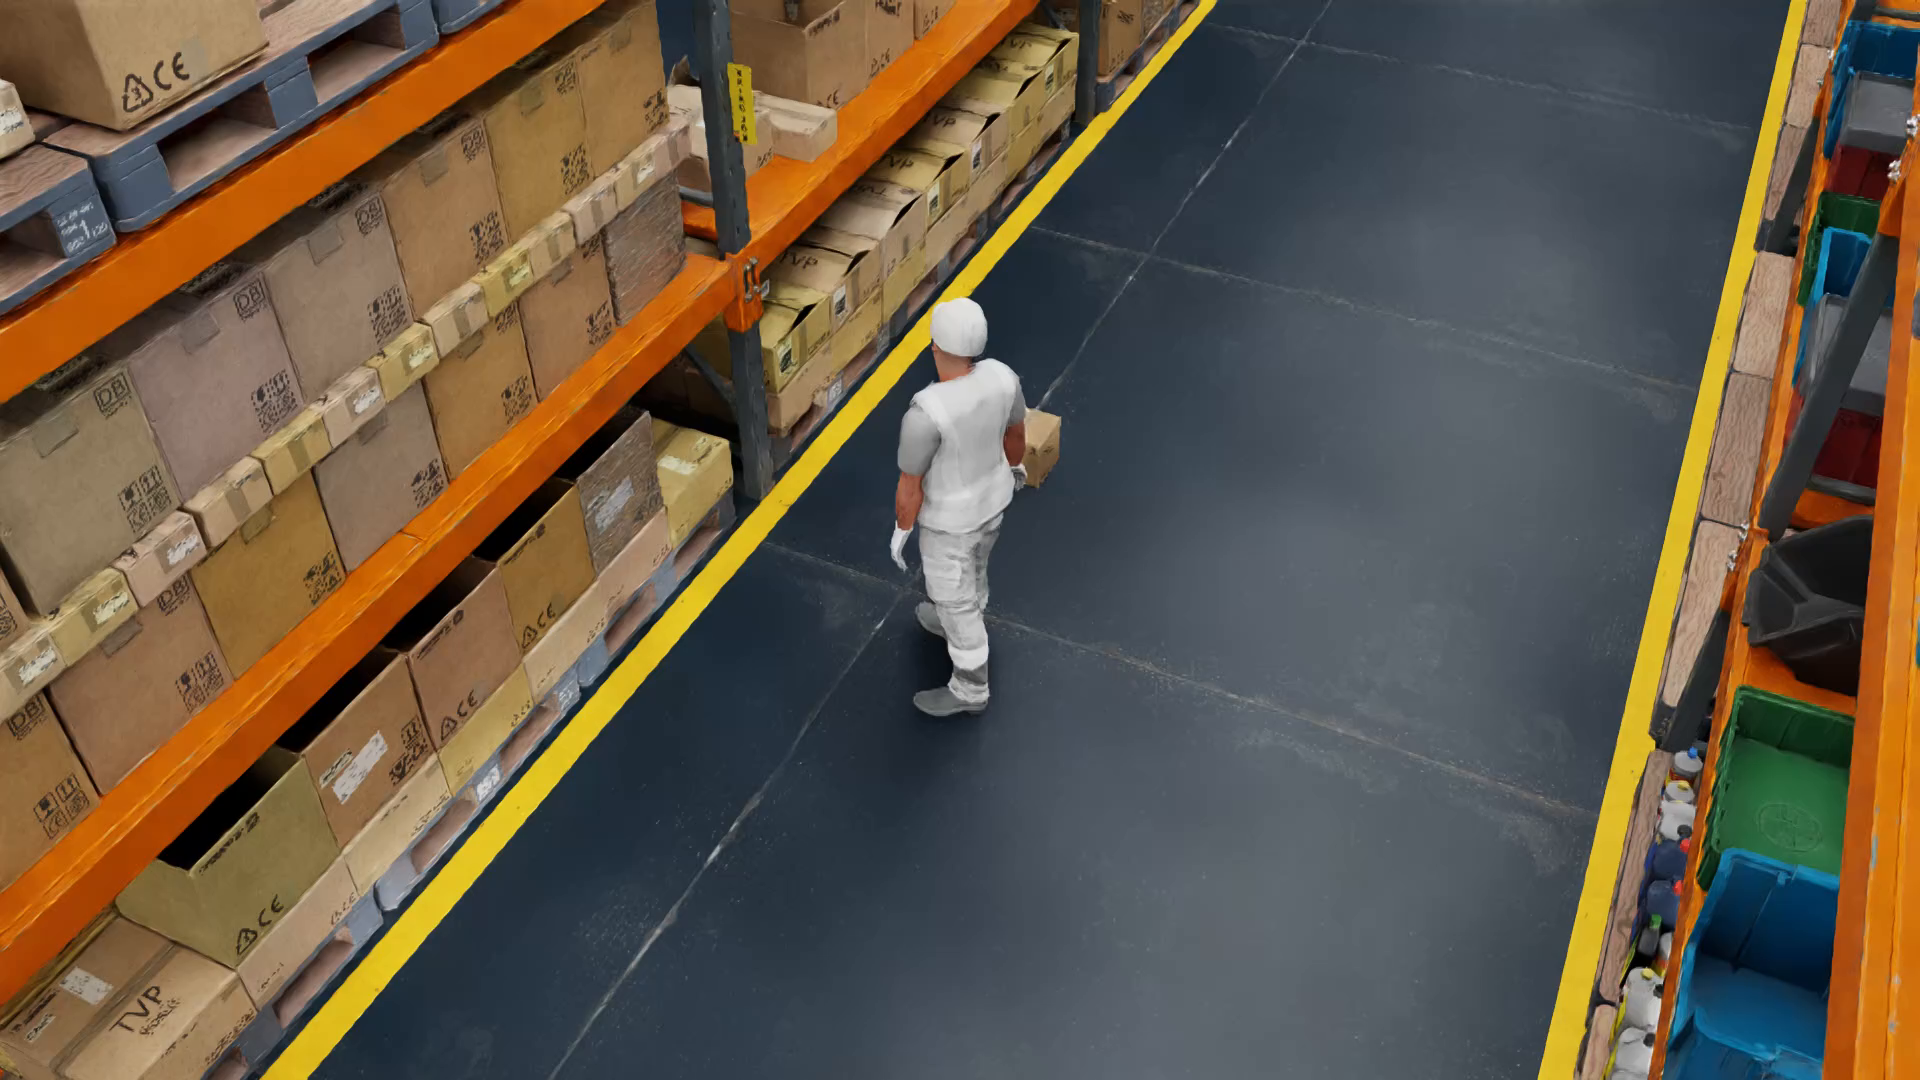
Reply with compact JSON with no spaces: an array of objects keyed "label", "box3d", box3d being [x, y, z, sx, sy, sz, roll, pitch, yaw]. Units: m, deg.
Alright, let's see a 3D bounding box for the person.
[{"label":"person","box3d":[-0.028,-0.170,6.297,0.579,1.787,0.682,30,50,30]}]
